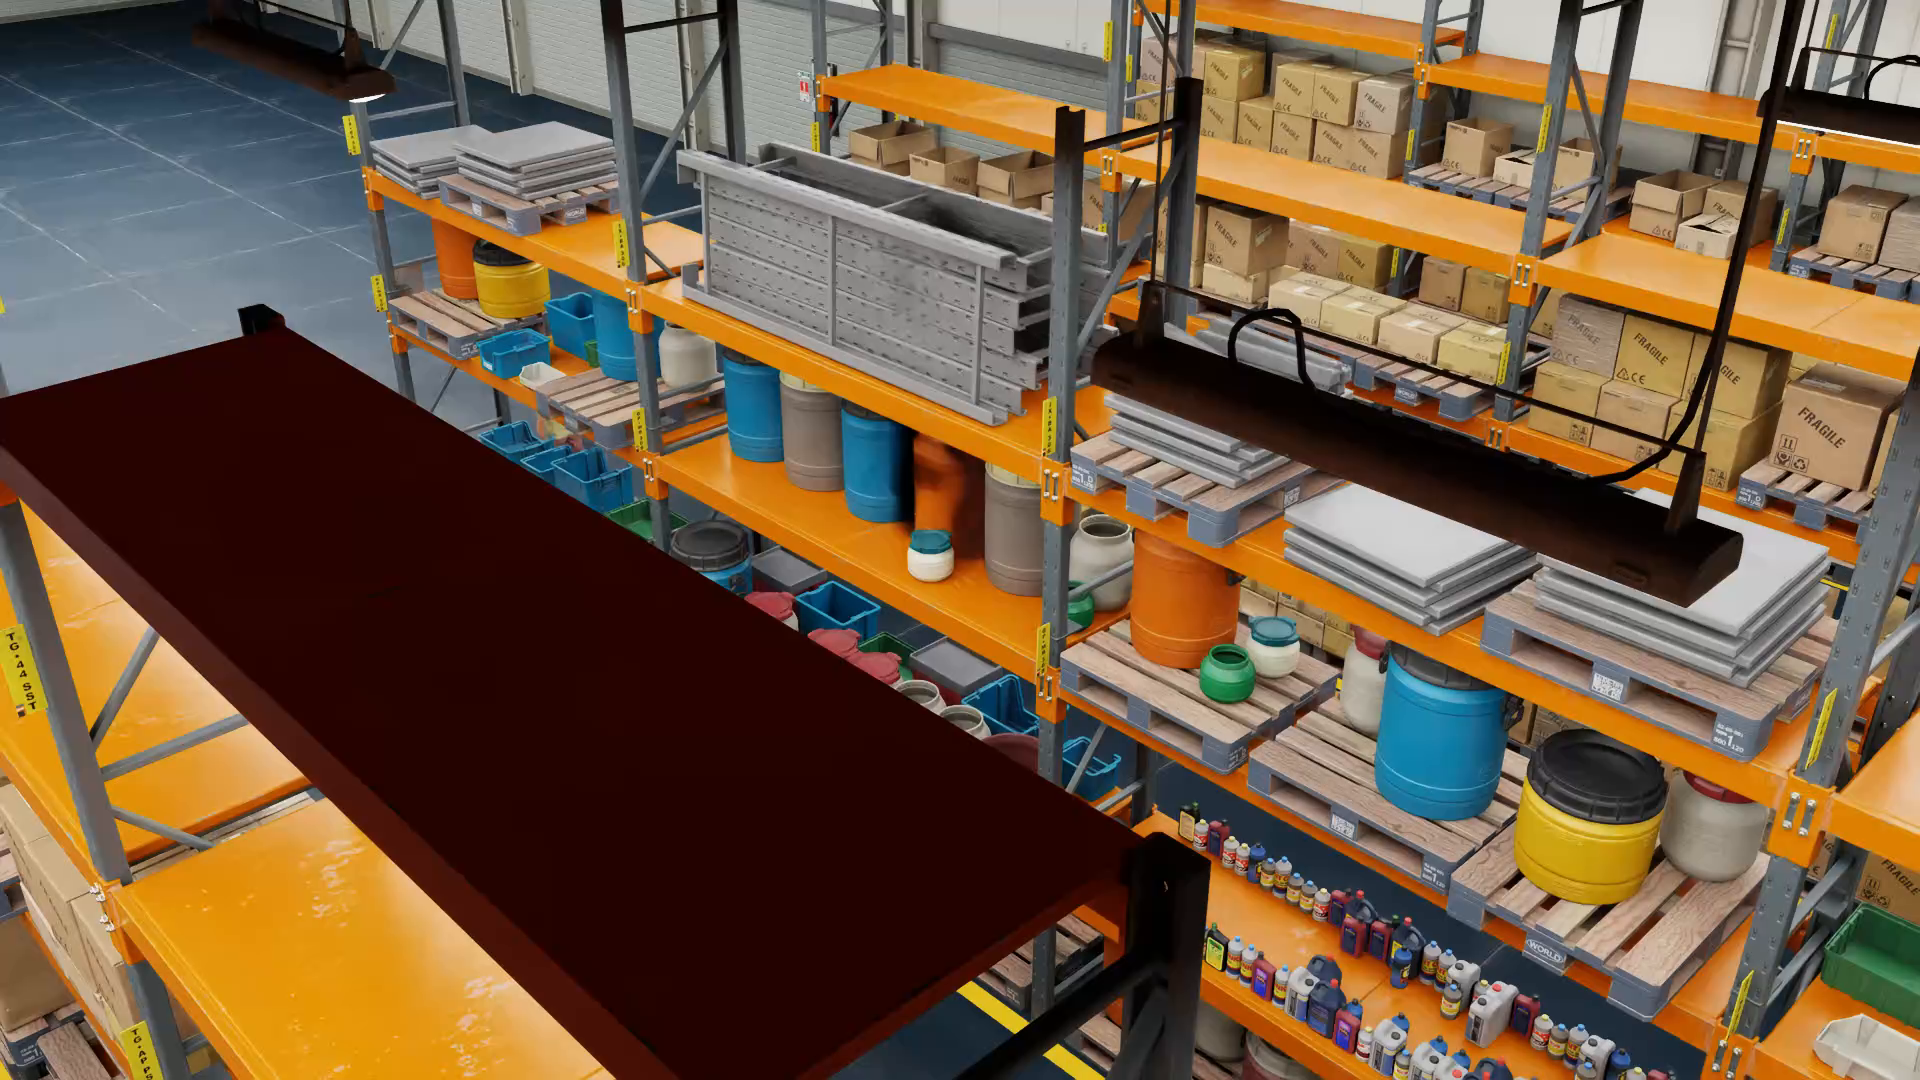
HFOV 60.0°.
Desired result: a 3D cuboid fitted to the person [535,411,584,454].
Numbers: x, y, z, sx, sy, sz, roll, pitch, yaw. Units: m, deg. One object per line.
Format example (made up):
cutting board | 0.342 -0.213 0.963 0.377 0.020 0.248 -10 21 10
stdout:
person | -4.058 -1.048 17.108 0.687 1.641 0.599 24 36 37
